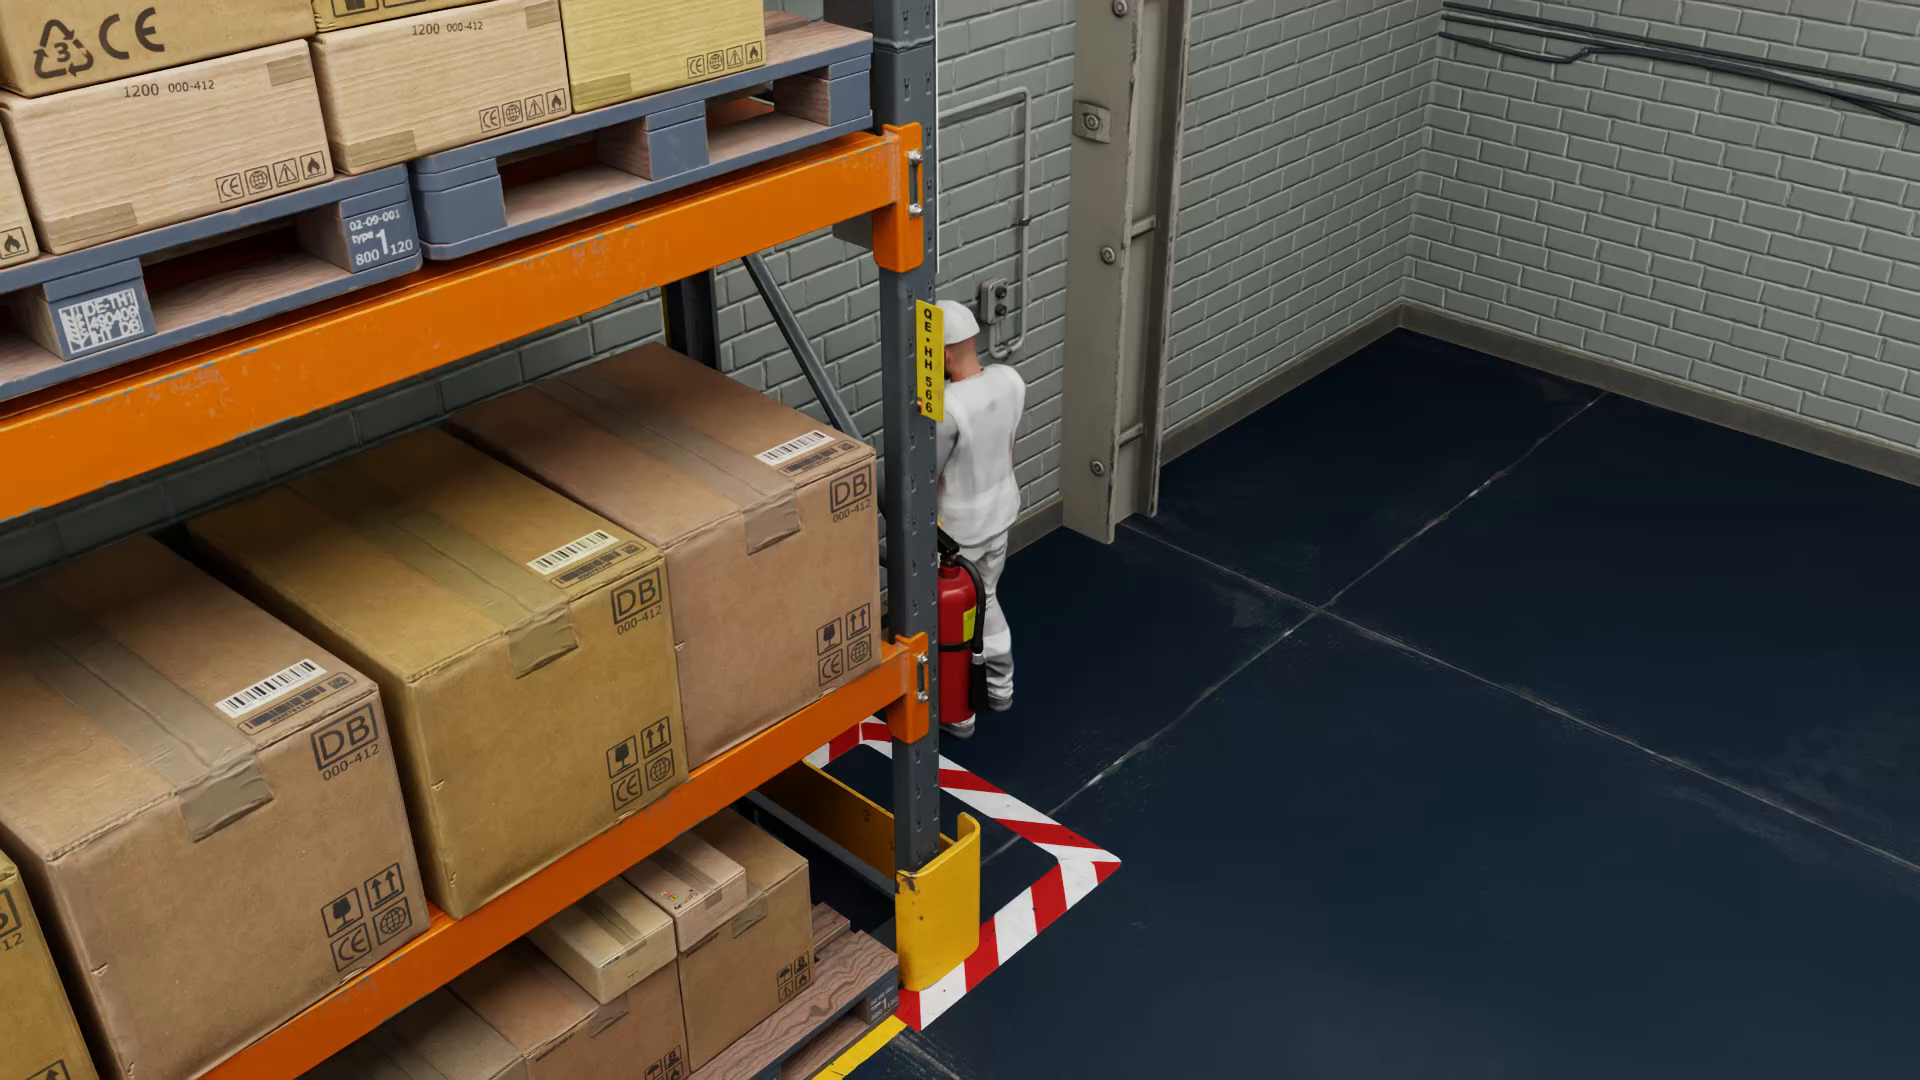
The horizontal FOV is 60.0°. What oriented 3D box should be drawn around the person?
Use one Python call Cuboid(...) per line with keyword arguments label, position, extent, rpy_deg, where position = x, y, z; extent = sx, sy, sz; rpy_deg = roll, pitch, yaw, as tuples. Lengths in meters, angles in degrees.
Cuboid(label="person", position=(-0.011, -0.062, 6.233), extent=(0.388, 1.767, 0.533), rpy_deg=(24, 39, 34))
